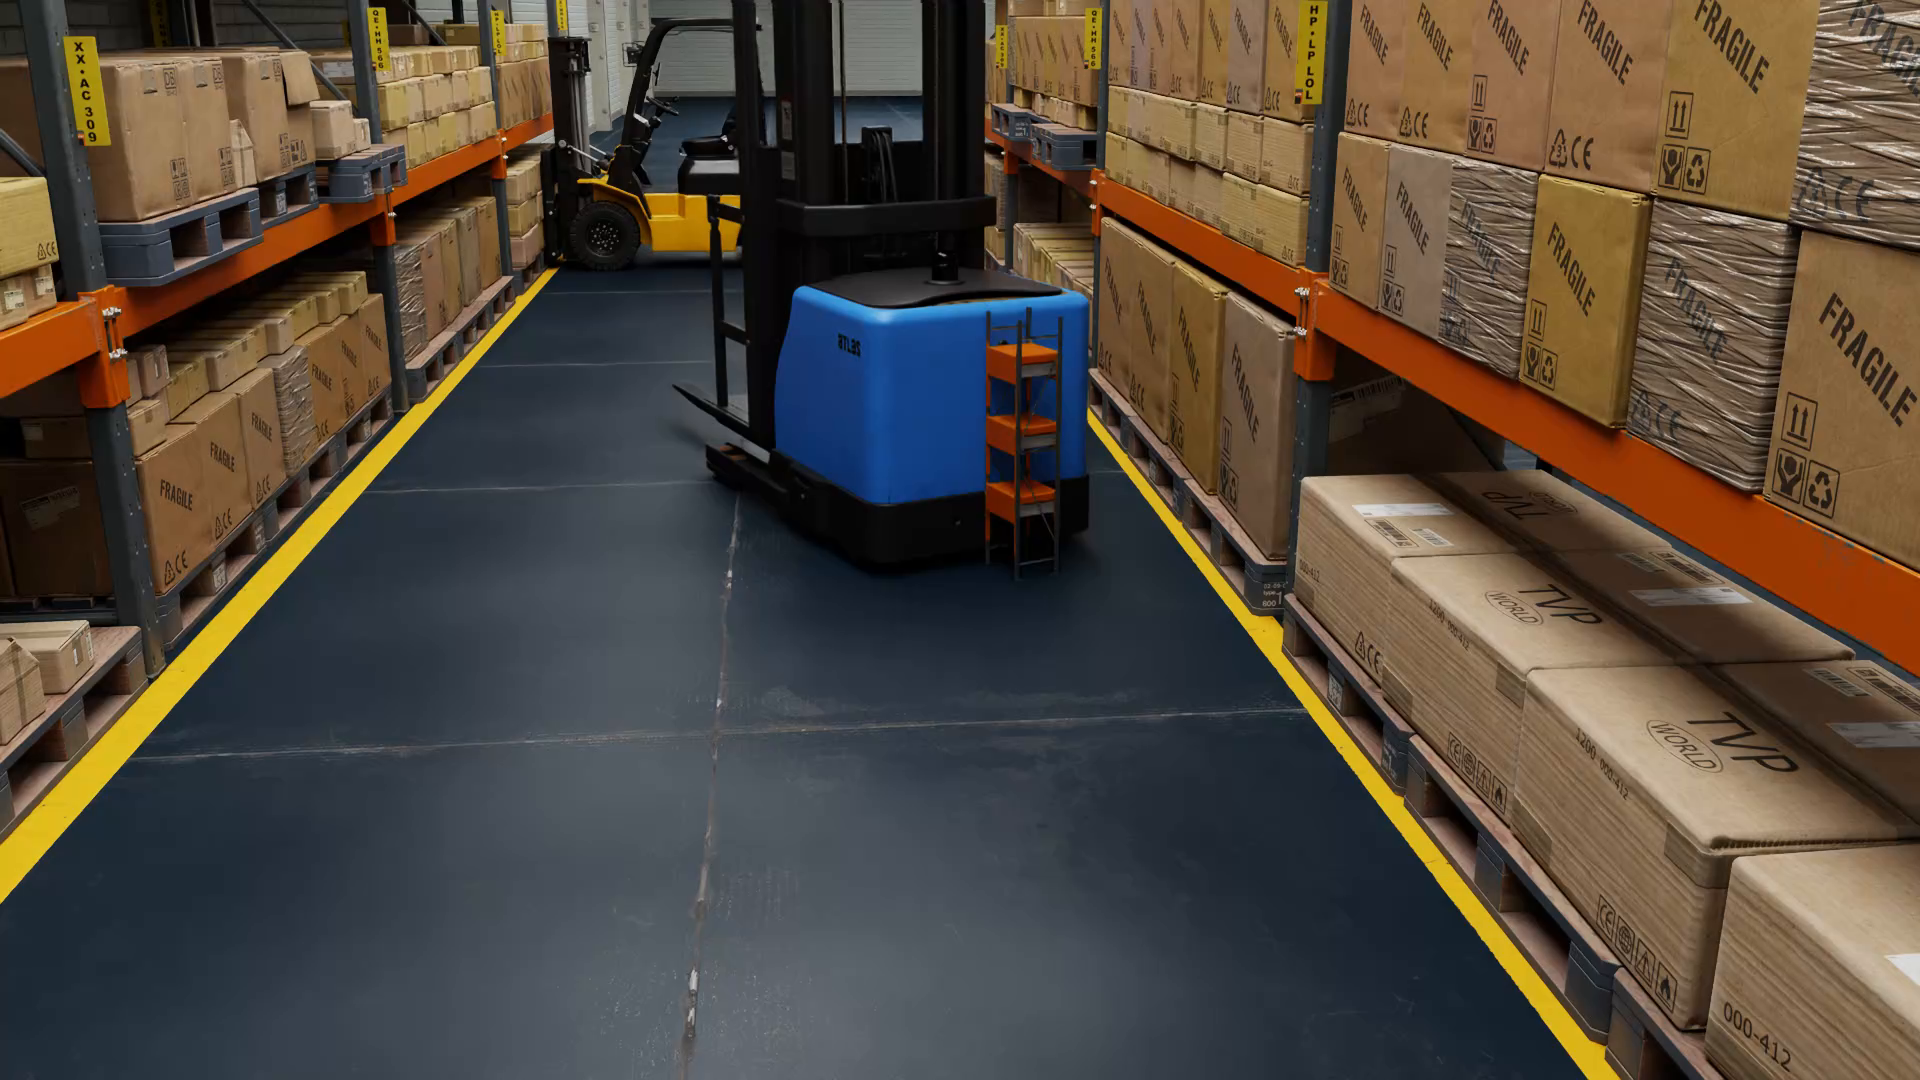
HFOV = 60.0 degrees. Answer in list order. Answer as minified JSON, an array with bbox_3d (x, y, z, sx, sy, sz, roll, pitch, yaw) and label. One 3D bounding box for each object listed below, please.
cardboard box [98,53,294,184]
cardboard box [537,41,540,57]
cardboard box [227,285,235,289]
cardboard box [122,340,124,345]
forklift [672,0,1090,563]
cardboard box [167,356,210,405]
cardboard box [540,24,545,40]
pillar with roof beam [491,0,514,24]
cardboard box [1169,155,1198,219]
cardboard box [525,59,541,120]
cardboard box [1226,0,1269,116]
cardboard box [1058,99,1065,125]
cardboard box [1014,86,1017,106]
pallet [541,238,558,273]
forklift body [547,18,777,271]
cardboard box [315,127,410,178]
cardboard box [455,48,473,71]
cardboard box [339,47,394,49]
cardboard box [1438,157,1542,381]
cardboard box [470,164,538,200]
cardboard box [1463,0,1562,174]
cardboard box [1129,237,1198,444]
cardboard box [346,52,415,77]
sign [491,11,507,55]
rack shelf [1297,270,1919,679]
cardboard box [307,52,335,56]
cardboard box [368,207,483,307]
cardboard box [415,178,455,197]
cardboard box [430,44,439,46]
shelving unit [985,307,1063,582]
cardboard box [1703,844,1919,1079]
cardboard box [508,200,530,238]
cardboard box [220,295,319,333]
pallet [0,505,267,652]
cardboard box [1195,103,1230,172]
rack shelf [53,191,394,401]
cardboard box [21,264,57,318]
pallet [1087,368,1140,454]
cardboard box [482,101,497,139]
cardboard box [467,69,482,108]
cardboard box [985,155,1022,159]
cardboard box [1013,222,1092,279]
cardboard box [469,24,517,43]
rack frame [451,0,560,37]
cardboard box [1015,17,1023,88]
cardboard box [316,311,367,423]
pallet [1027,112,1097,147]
[{"bbox_3d":[-3.202,-1.741,6.846,0.700,0.500,0.500,-2,18,-6],"label":"cardboard box"},{"bbox_3d":[-4.052,-4.485,15.204,0.380,0.149,0.250,-2,18,-7],"label":"cardboard box"},{"bbox_3d":[-3.908,-1.218,8.437,0.380,0.149,0.250,-1,17,-4],"label":"cardboard box"},{"bbox_3d":[-3.740,-0.756,6.966,0.380,0.149,0.250,-2,17,-5],"label":"cardboard box"},{"bbox_3d":[-0.586,-1.702,7.705,1.130,2.935,3.031,-9,20,-27],"label":"forklift"},{"bbox_3d":[-3.197,-0.623,6.544,0.380,0.149,0.250,-2,18,-7],"label":"cardboard box"},{"bbox_3d":[-4.121,-4.778,15.642,0.380,0.149,0.250,-1,17,-4],"label":"cardboard box"},{"bbox_3d":[-1.639,-9.076,21.064,9.100,9.000,0.400,-2,18,-6],"label":"pillar with roof beam"},{"bbox_3d":[1.258,-1.619,7.576,0.500,0.250,0.500,-2,18,-6],"label":"cardboard box"},{"bbox_3d":[-4.005,-3.981,14.683,0.500,0.500,0.500,-2,18,-5],"label":"cardboard box"},{"bbox_3d":[1.341,-1.912,6.424,0.500,0.500,0.500,-1,17,-5],"label":"cardboard box"},{"bbox_3d":[0.828,-2.697,10.479,0.380,0.149,0.250,-3,18,-8],"label":"cardboard box"},{"bbox_3d":[0.615,-3.398,12.710,0.380,0.149,0.250,-2,17,-5],"label":"cardboard box"},{"bbox_3d":[-4.234,-2.609,15.136,1.003,0.211,1.213,-2,18,-6],"label":"pallet"},{"bbox_3d":[-2.467,-3.615,15.102,2.313,2.155,1.214,-2,18,-6],"label":"forklift body"},{"bbox_3d":[-3.455,-2.214,9.470,0.500,0.250,0.500,-2,18,-5],"label":"cardboard box"},{"bbox_3d":[-3.632,-3.374,11.667,0.380,0.149,0.250,-2,18,-7],"label":"cardboard box"},{"bbox_3d":[-4.242,-3.427,11.835,0.380,0.149,0.250,-2,18,-6],"label":"cardboard box"},{"bbox_3d":[1.578,-0.709,4.262,0.500,0.500,0.500,-2,18,-5],"label":"cardboard box"},{"bbox_3d":[-3.845,-3.009,13.974,0.500,0.250,0.500,-2,18,-6],"label":"cardboard box"},{"bbox_3d":[1.593,-1.180,4.091,0.500,0.500,0.500,-1,17,-5],"label":"cardboard box"},{"bbox_3d":[1.361,-1.012,8.240,0.875,0.875,0.875,-2,17,-5],"label":"cardboard box"},{"bbox_3d":[-3.568,-2.913,10.199,0.380,0.149,0.250,-2,17,-5],"label":"cardboard box"},{"bbox_3d":[-3.526,-3.871,12.700,0.100,0.325,0.005,-2,18,-6],"label":"sign"},{"bbox_3d":[1.903,-0.169,3.909,1.077,0.370,4.000,-2,18,-6],"label":"rack shelf"},{"bbox_3d":[-4.036,-2.898,10.150,0.380,0.149,0.250,-2,18,-6],"label":"cardboard box"},{"bbox_3d":[-3.928,-2.018,11.860,0.875,0.625,0.625,-2,18,-6],"label":"cardboard box"},{"bbox_3d":[-4.308,-2.843,13.446,0.500,0.250,0.500,-1,17,-5],"label":"cardboard box"},{"bbox_3d":[-4.433,-3.935,13.452,0.380,0.149,0.250,-1,17,-4],"label":"cardboard box"},{"bbox_3d":[0.251,-0.380,6.634,0.215,1.050,0.252,-9,20,-27],"label":"shelving unit"},{"bbox_3d":[1.942,0.912,2.840,0.875,0.438,0.875,-2,18,-8],"label":"cardboard box"},{"bbox_3d":[-3.808,-2.618,13.562,0.500,0.250,0.500,-2,18,-6],"label":"cardboard box"},{"bbox_3d":[-3.325,-1.083,8.008,0.380,0.149,0.250,-1,17,-4],"label":"cardboard box"},{"bbox_3d":[-3.361,0.136,6.393,1.003,0.211,1.213,-2,18,-6],"label":"pallet"},{"bbox_3d":[1.291,-1.702,7.005,0.500,0.250,0.500,-1,17,-4],"label":"cardboard box"},{"bbox_3d":[-3.446,-1.206,7.213,1.077,0.370,4.000,-2,18,-6],"label":"rack shelf"},{"bbox_3d":[-2.956,-0.747,4.967,0.380,0.149,0.250,-2,17,-5],"label":"cardboard box"},{"bbox_3d":[1.291,-0.732,9.157,1.003,0.211,1.213,-2,18,-6],"label":"pallet"},{"bbox_3d":[-3.753,-3.123,12.369,0.500,0.250,0.500,-1,17,-4],"label":"cardboard box"},{"bbox_3d":[-3.700,-3.213,11.818,0.500,0.250,0.500,-2,18,-7],"label":"cardboard box"},{"bbox_3d":[0.436,-3.209,15.029,0.500,0.500,0.500,-1,17,-3],"label":"cardboard box"},{"bbox_3d":[0.928,-2.282,13.124,0.950,0.372,0.625,-2,17,-5],"label":"cardboard box"},{"bbox_3d":[-3.933,-4.248,13.952,0.380,0.149,0.250,-2,18,-7],"label":"cardboard box"},{"bbox_3d":[-4.477,-4.529,16.595,1.000,3.000,0.127,-2,18,-6],"label":"rack frame"},{"bbox_3d":[0.687,-3.584,12.220,0.500,0.500,0.500,-2,18,-5],"label":"cardboard box"},{"bbox_3d":[-3.354,-0.884,8.458,0.500,0.500,0.500,-2,18,-6],"label":"cardboard box"},{"bbox_3d":[1.040,-2.797,11.398,1.003,0.211,1.213,-2,18,-6],"label":"pallet"}]
